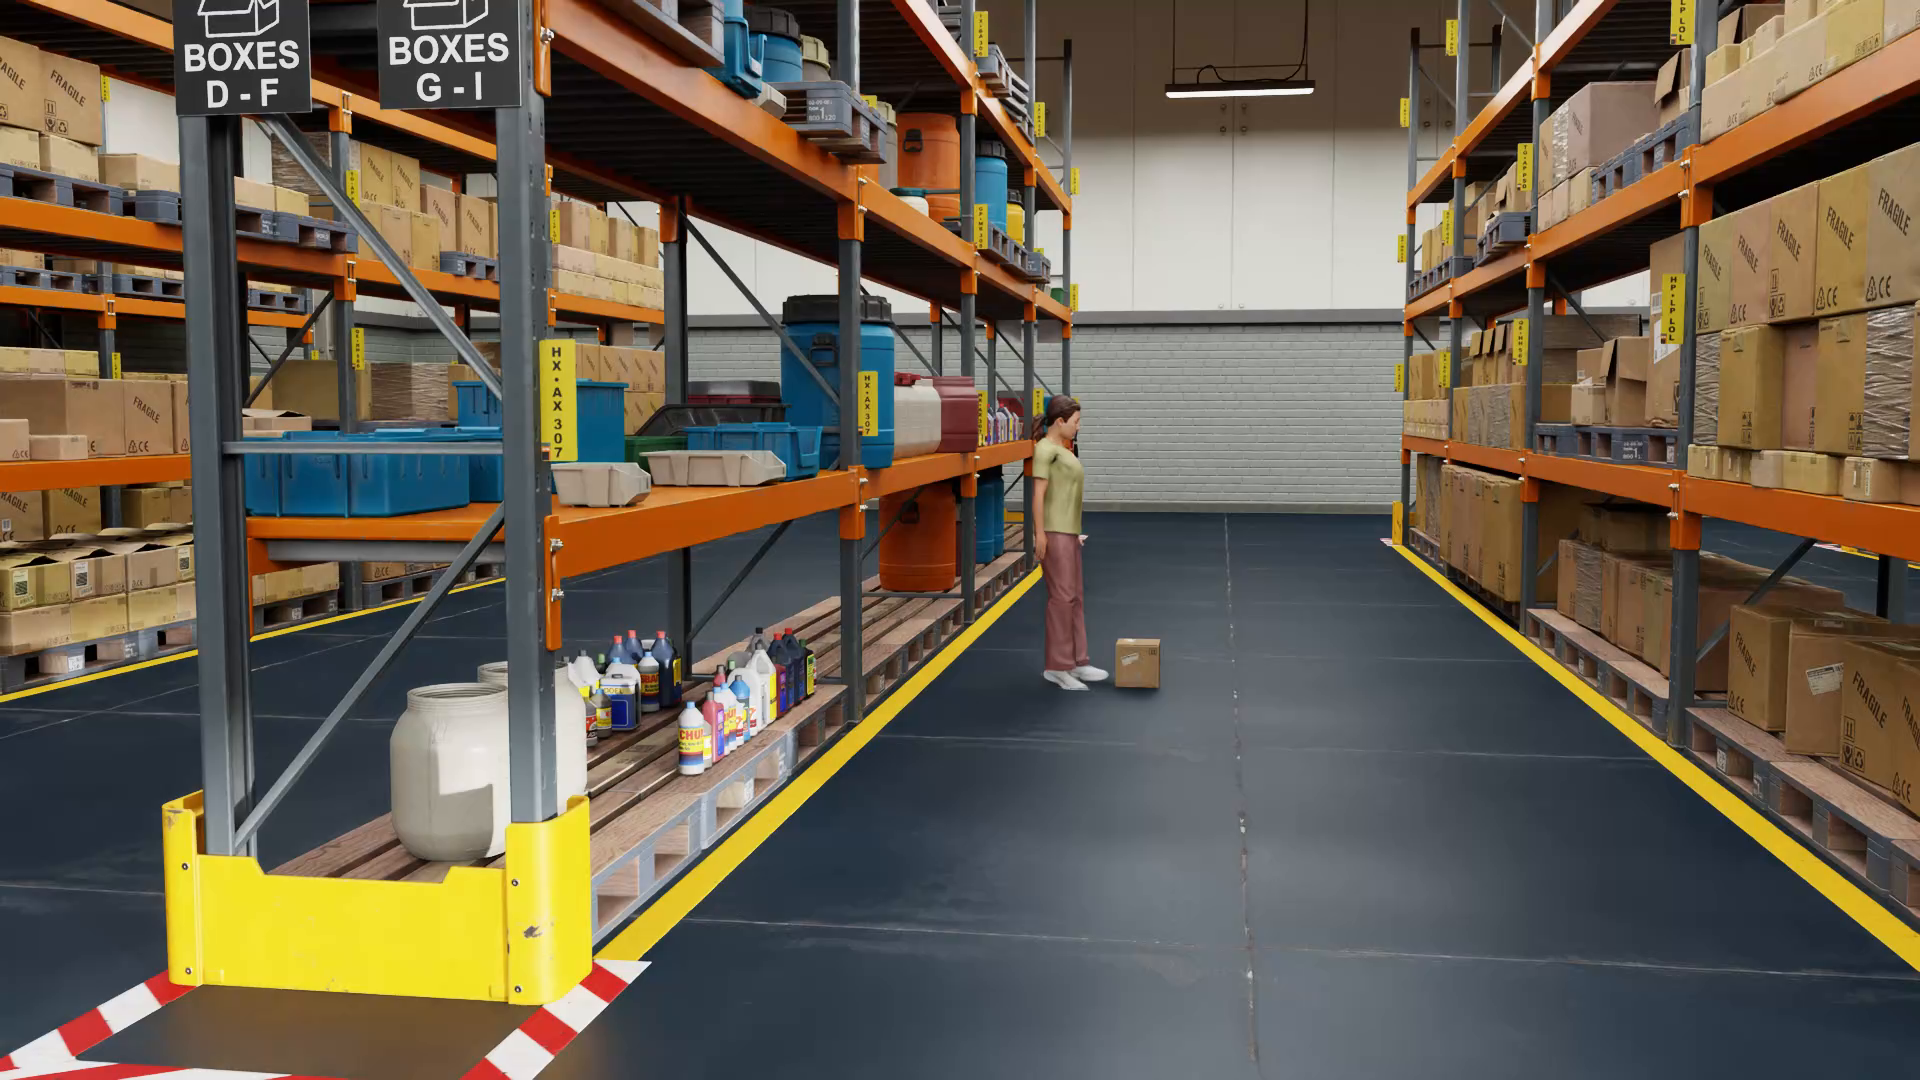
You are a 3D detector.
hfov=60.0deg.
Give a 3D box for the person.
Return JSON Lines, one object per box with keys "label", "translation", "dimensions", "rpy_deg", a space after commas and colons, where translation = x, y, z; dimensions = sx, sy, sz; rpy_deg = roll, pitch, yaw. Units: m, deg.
{"label": "person", "translation": [0.632, 0.010, 9.766], "dimensions": [0.496, 1.723, 0.503], "rpy_deg": [1, 5, 16]}
